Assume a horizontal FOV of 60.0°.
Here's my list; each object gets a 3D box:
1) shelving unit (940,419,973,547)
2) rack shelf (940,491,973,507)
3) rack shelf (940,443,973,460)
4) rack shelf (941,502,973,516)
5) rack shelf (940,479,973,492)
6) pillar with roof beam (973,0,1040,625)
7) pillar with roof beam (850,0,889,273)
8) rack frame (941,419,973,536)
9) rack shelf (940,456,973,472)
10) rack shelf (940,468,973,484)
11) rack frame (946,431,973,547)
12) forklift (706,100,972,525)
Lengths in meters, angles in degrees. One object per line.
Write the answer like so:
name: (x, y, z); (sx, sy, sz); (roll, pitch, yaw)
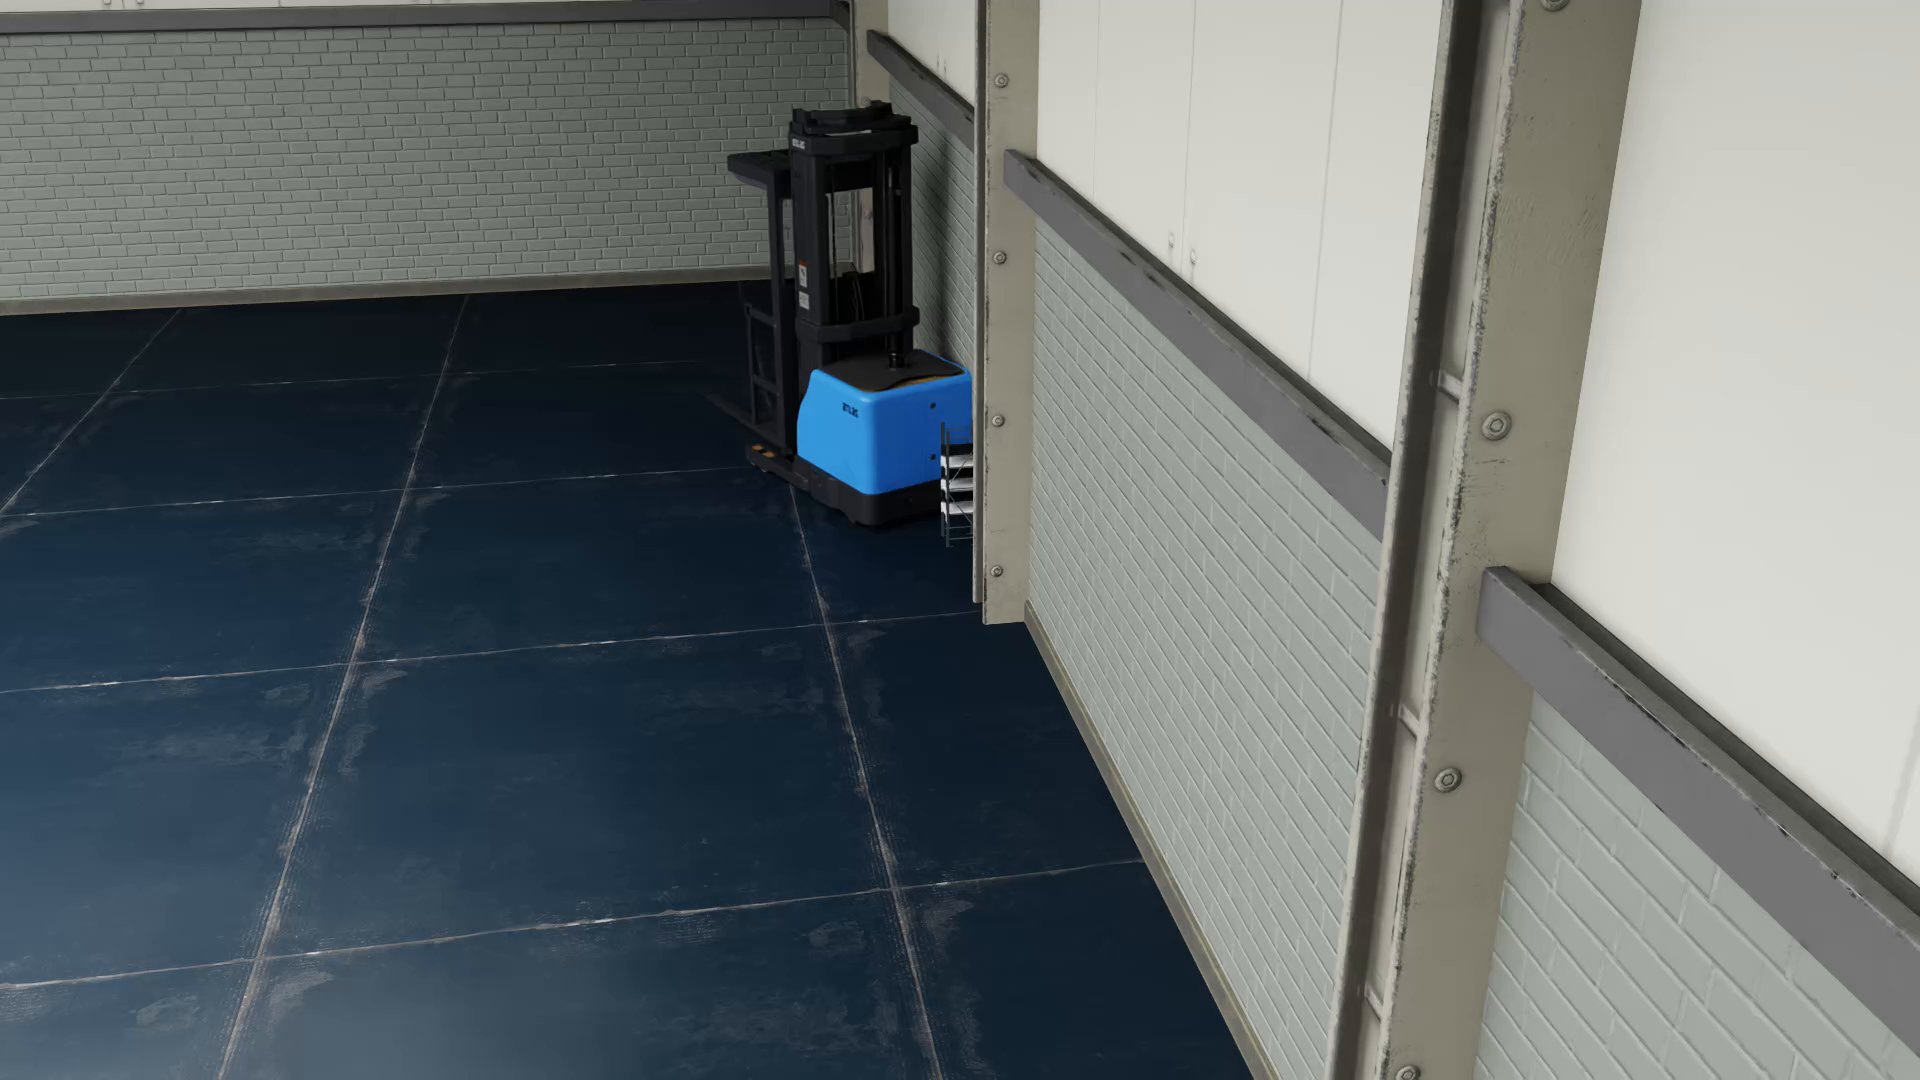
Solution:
shelving unit: (0.001, -0.409, 12.063); (0.258, 0.900, 0.210); (-4, 24, -10)
rack shelf: (0.002, -0.296, 12.112); (0.258, 0.077, 0.200); (-4, 24, -10)
rack shelf: (0.001, -0.626, 11.968); (0.258, 0.077, 0.200); (-4, 24, -10)
rack shelf: (0.002, -0.214, 12.148); (0.258, 0.077, 0.200); (-4, 24, -10)
rack shelf: (0.002, -0.379, 12.076); (0.258, 0.077, 0.200); (-4, 24, -10)
pillar with roof beam: (-3.956, -3.336, 8.645); (9.100, 9.000, 0.400); (-4, 24, -10)
pillar with roof beam: (-5.066, -5.696, 14.049); (9.100, 9.000, 0.400); (-4, 24, -10)
rack frame: (-0.017, -0.449, 12.154); (0.240, 0.900, 0.006); (-4, 24, -10)
rack shelf: (0.001, -0.544, 12.004); (0.258, 0.077, 0.200); (-4, 24, -10)
rack shelf: (0.001, -0.461, 12.040); (0.258, 0.077, 0.200); (-4, 24, -10)
rack frame: (0.020, -0.369, 11.971); (0.240, 0.900, 0.006); (-4, 24, -10)
forklift: (-1.103, -1.987, 13.137); (1.130, 2.935, 3.031); (-15, 28, -31)
